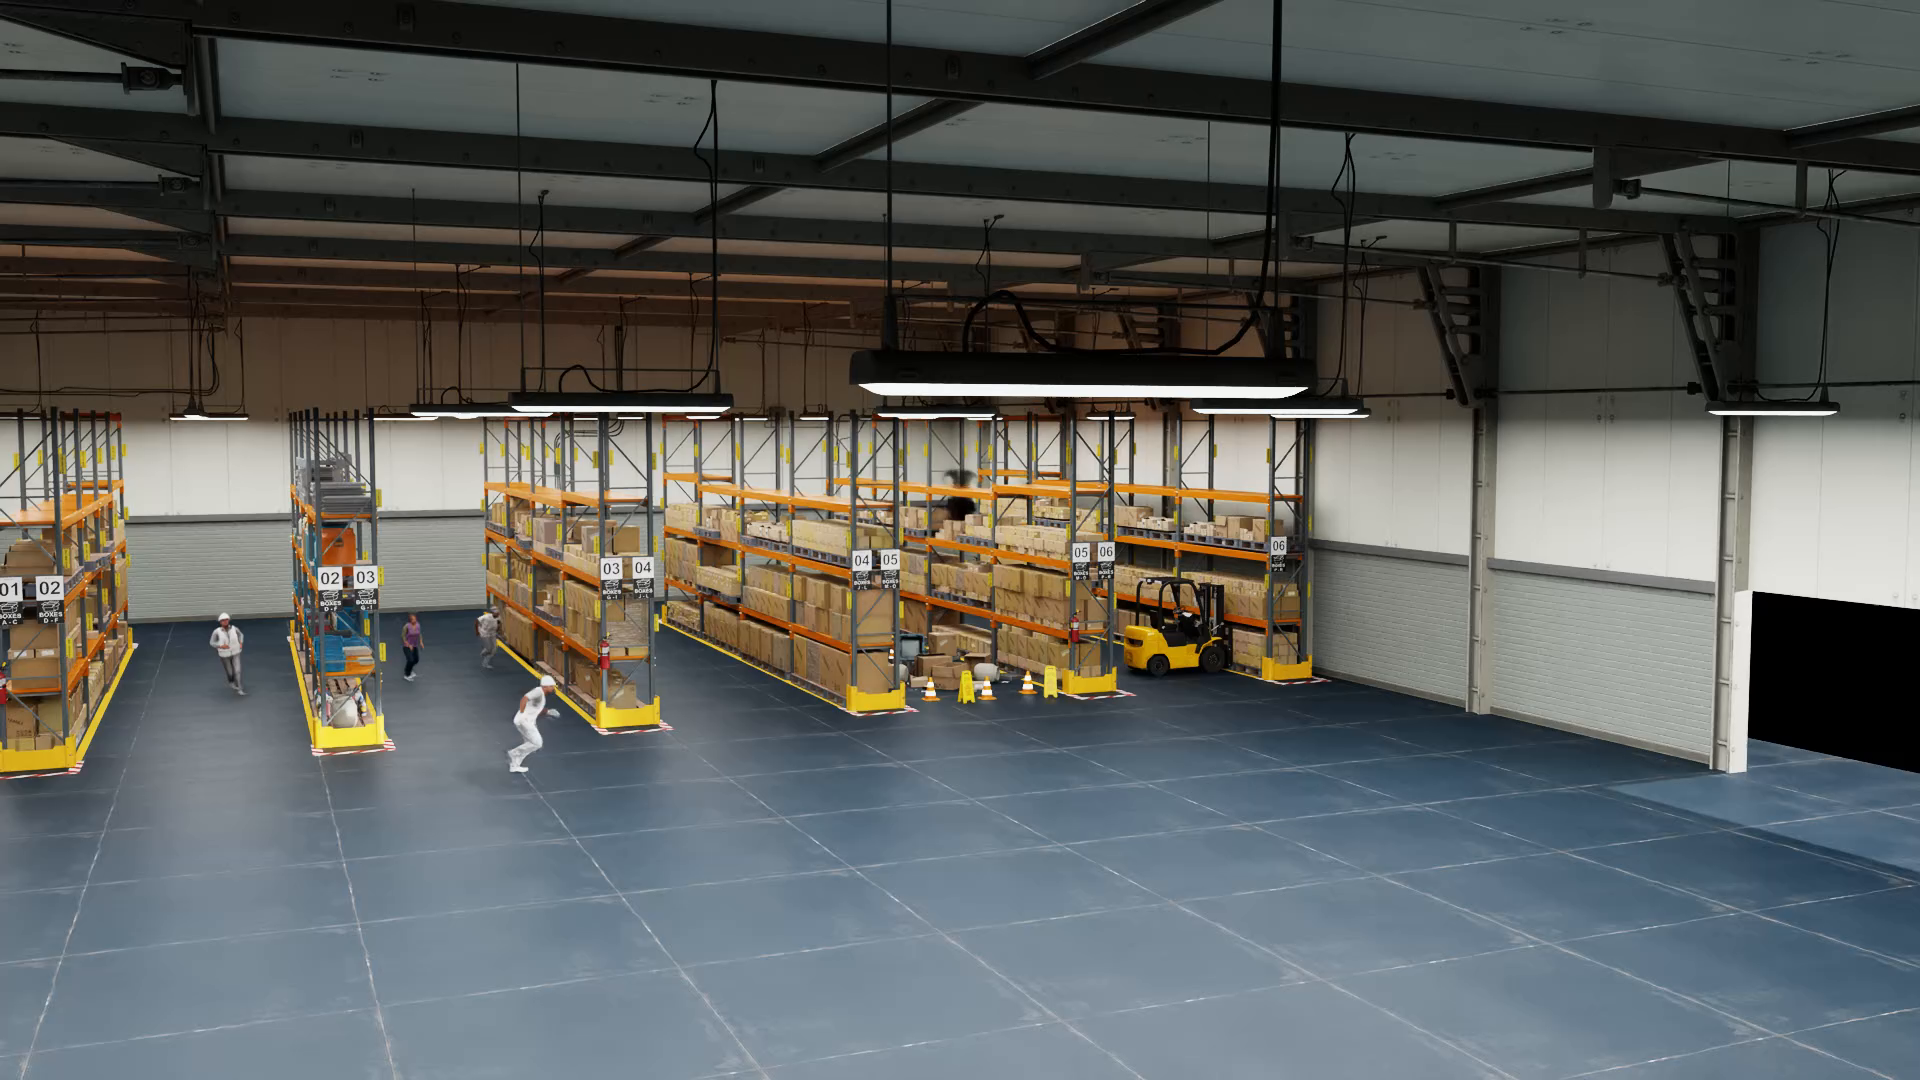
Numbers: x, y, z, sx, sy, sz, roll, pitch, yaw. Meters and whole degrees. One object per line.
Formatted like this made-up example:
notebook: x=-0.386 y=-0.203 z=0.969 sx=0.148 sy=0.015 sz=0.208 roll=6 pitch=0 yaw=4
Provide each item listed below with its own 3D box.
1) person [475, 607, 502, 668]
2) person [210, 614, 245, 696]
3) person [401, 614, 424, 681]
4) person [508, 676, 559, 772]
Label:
person: x=-10.984 y=2.276 z=38.766 sx=0.601 sy=1.485 sz=0.770 roll=-4 pitch=6 yaw=-44
person: x=-15.470 y=2.406 z=35.134 sx=0.692 sy=1.726 sz=0.845 roll=-3 pitch=5 yaw=-34
person: x=-12.273 y=2.378 z=37.060 sx=0.702 sy=1.527 sz=0.508 roll=3 pitch=5 yaw=39
person: x=-6.991 y=3.022 z=27.218 sx=0.816 sy=1.591 sz=0.723 roll=0 pitch=4 yaw=-3
